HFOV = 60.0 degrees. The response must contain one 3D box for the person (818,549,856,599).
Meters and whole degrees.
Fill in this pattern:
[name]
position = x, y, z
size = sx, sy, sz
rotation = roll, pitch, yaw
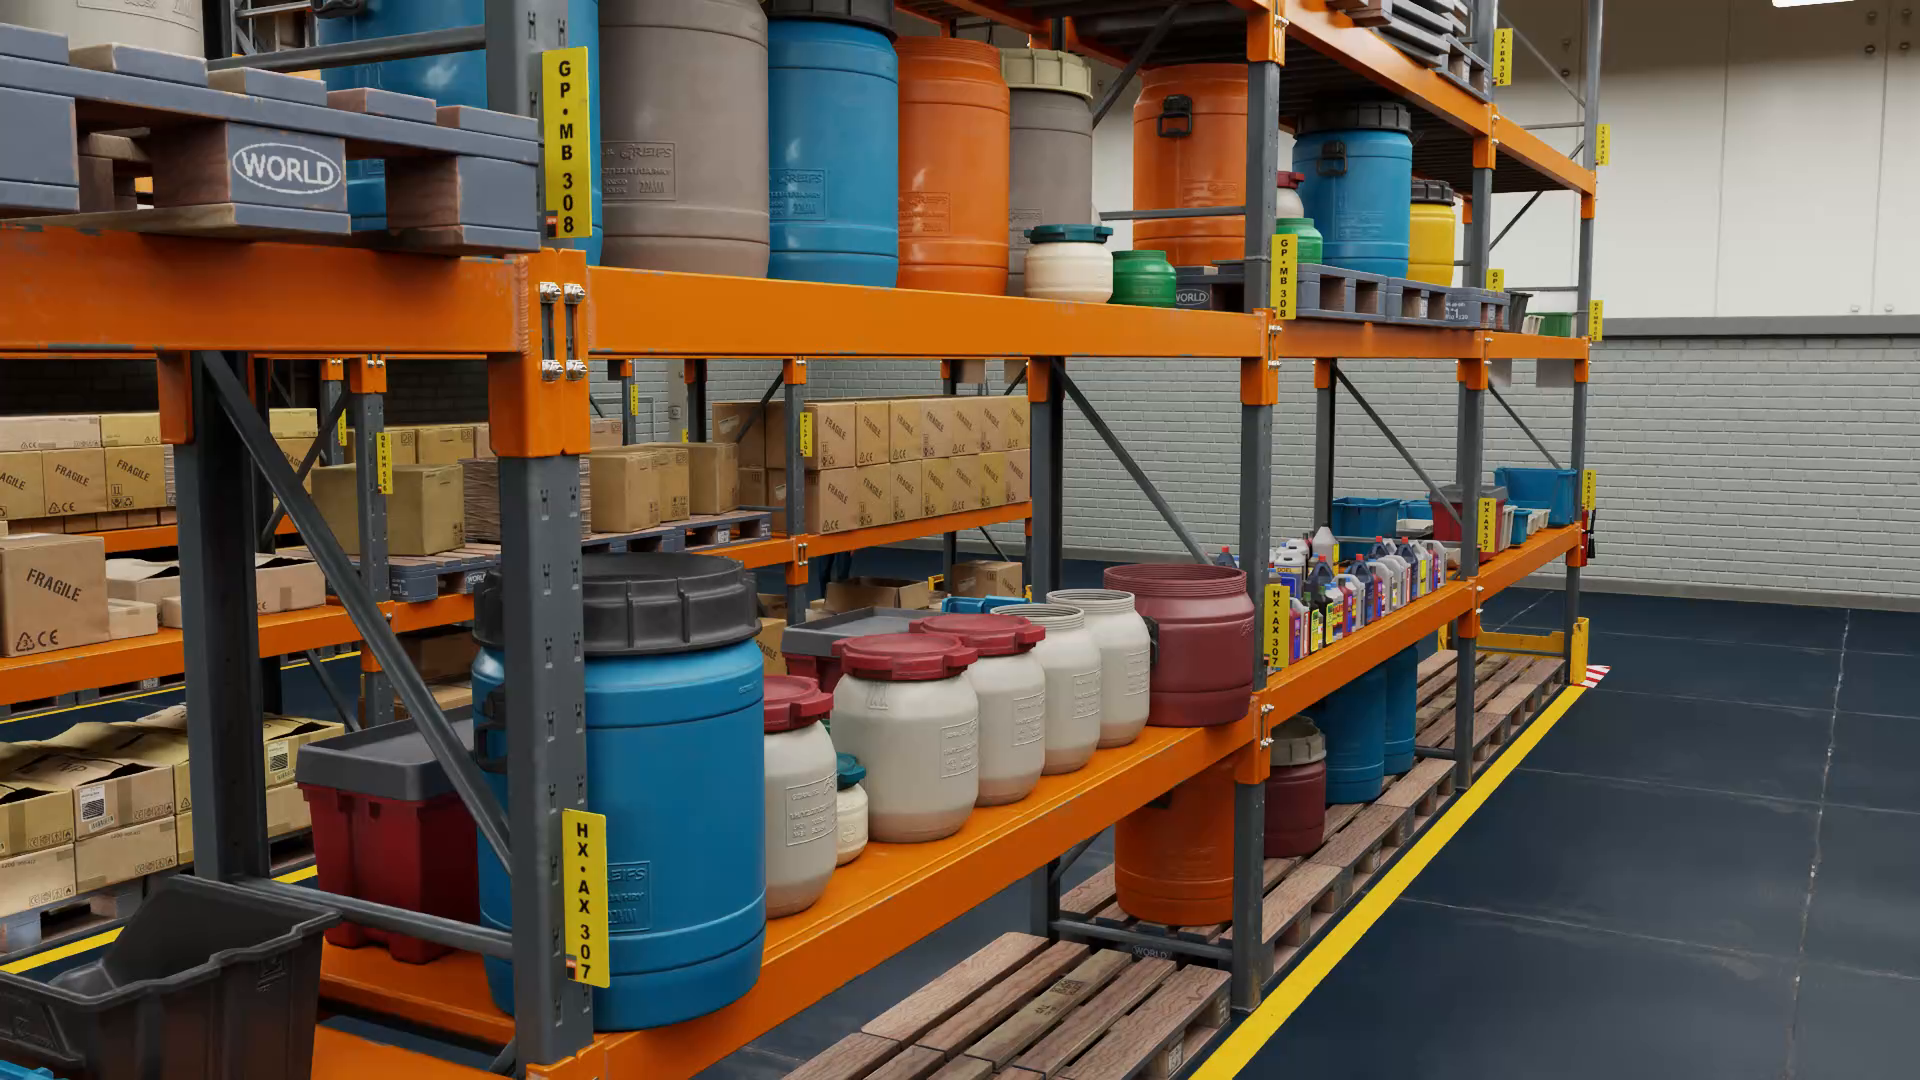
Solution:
[person]
position = -1.248, 0.044, 16.706
size = 0.486, 1.583, 0.341
rotation = 2, 7, 22
